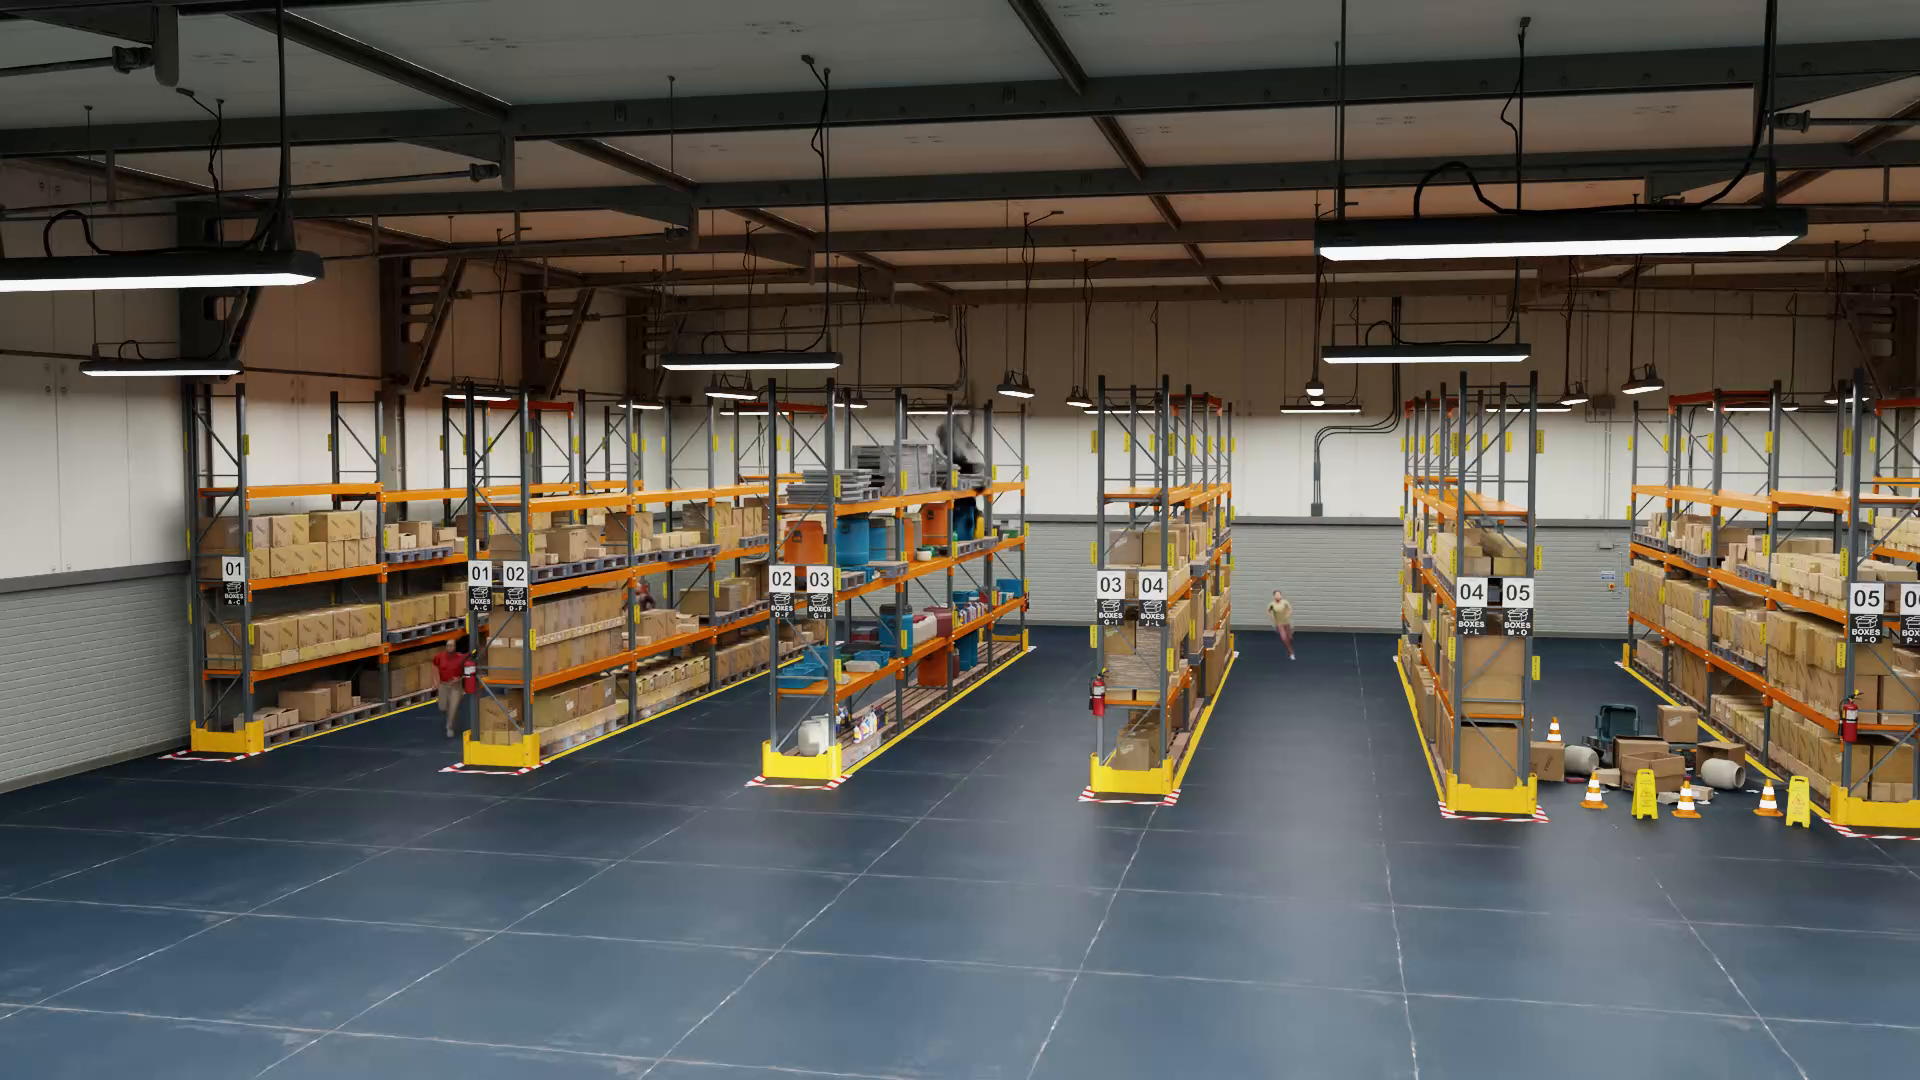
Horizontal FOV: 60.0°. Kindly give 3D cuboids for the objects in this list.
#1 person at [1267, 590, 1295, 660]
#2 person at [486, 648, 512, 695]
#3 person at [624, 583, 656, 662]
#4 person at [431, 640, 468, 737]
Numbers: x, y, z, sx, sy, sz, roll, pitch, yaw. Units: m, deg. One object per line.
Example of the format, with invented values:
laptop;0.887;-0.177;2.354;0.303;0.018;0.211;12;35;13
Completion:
person;7.529;1.974;39.005;0.630;1.603;0.857;0;3;5
person;-8.442;2.363;30.899;0.707;1.745;0.877;0;3;-7
person;-7.499;1.893;38.785;0.707;1.790;1.042;0;3;6
person;-8.782;2.545;28.669;0.702;1.686;0.704;0;3;-3
